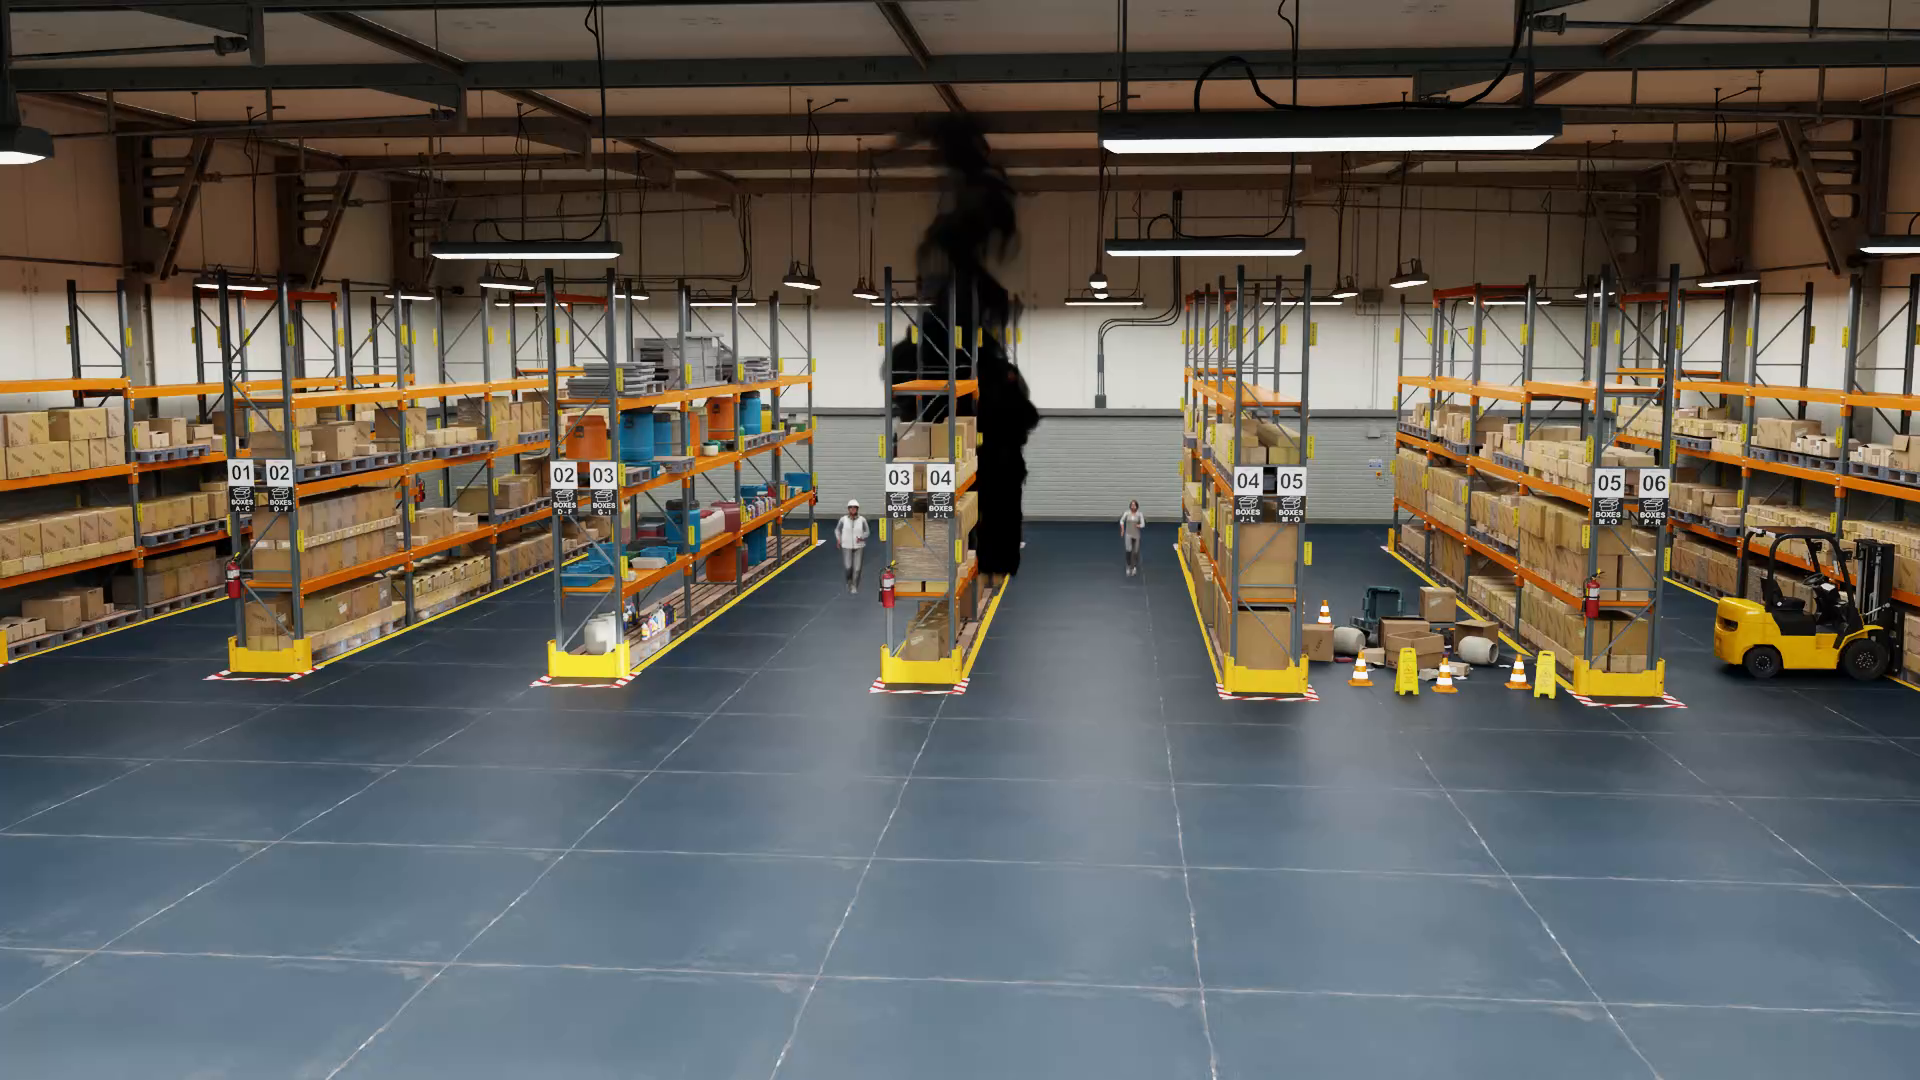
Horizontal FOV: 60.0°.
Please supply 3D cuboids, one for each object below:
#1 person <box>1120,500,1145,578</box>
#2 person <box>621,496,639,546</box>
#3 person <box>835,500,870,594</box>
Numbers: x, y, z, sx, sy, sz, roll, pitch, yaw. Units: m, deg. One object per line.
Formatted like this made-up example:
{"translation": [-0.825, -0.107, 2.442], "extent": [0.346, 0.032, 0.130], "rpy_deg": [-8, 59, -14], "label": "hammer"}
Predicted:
{"translation": [3.626, -0.031, 34.946], "extent": [0.505, 1.625, 0.691], "rpy_deg": [0, 7, 3], "label": "person"}
{"translation": [-7.384, -0.265, 36.786], "extent": [0.581, 1.637, 0.540], "rpy_deg": [0, 7, -3], "label": "person"}
{"translation": [-1.974, 0.143, 30.576], "extent": [0.650, 1.750, 0.557], "rpy_deg": [0, 7, -4], "label": "person"}
